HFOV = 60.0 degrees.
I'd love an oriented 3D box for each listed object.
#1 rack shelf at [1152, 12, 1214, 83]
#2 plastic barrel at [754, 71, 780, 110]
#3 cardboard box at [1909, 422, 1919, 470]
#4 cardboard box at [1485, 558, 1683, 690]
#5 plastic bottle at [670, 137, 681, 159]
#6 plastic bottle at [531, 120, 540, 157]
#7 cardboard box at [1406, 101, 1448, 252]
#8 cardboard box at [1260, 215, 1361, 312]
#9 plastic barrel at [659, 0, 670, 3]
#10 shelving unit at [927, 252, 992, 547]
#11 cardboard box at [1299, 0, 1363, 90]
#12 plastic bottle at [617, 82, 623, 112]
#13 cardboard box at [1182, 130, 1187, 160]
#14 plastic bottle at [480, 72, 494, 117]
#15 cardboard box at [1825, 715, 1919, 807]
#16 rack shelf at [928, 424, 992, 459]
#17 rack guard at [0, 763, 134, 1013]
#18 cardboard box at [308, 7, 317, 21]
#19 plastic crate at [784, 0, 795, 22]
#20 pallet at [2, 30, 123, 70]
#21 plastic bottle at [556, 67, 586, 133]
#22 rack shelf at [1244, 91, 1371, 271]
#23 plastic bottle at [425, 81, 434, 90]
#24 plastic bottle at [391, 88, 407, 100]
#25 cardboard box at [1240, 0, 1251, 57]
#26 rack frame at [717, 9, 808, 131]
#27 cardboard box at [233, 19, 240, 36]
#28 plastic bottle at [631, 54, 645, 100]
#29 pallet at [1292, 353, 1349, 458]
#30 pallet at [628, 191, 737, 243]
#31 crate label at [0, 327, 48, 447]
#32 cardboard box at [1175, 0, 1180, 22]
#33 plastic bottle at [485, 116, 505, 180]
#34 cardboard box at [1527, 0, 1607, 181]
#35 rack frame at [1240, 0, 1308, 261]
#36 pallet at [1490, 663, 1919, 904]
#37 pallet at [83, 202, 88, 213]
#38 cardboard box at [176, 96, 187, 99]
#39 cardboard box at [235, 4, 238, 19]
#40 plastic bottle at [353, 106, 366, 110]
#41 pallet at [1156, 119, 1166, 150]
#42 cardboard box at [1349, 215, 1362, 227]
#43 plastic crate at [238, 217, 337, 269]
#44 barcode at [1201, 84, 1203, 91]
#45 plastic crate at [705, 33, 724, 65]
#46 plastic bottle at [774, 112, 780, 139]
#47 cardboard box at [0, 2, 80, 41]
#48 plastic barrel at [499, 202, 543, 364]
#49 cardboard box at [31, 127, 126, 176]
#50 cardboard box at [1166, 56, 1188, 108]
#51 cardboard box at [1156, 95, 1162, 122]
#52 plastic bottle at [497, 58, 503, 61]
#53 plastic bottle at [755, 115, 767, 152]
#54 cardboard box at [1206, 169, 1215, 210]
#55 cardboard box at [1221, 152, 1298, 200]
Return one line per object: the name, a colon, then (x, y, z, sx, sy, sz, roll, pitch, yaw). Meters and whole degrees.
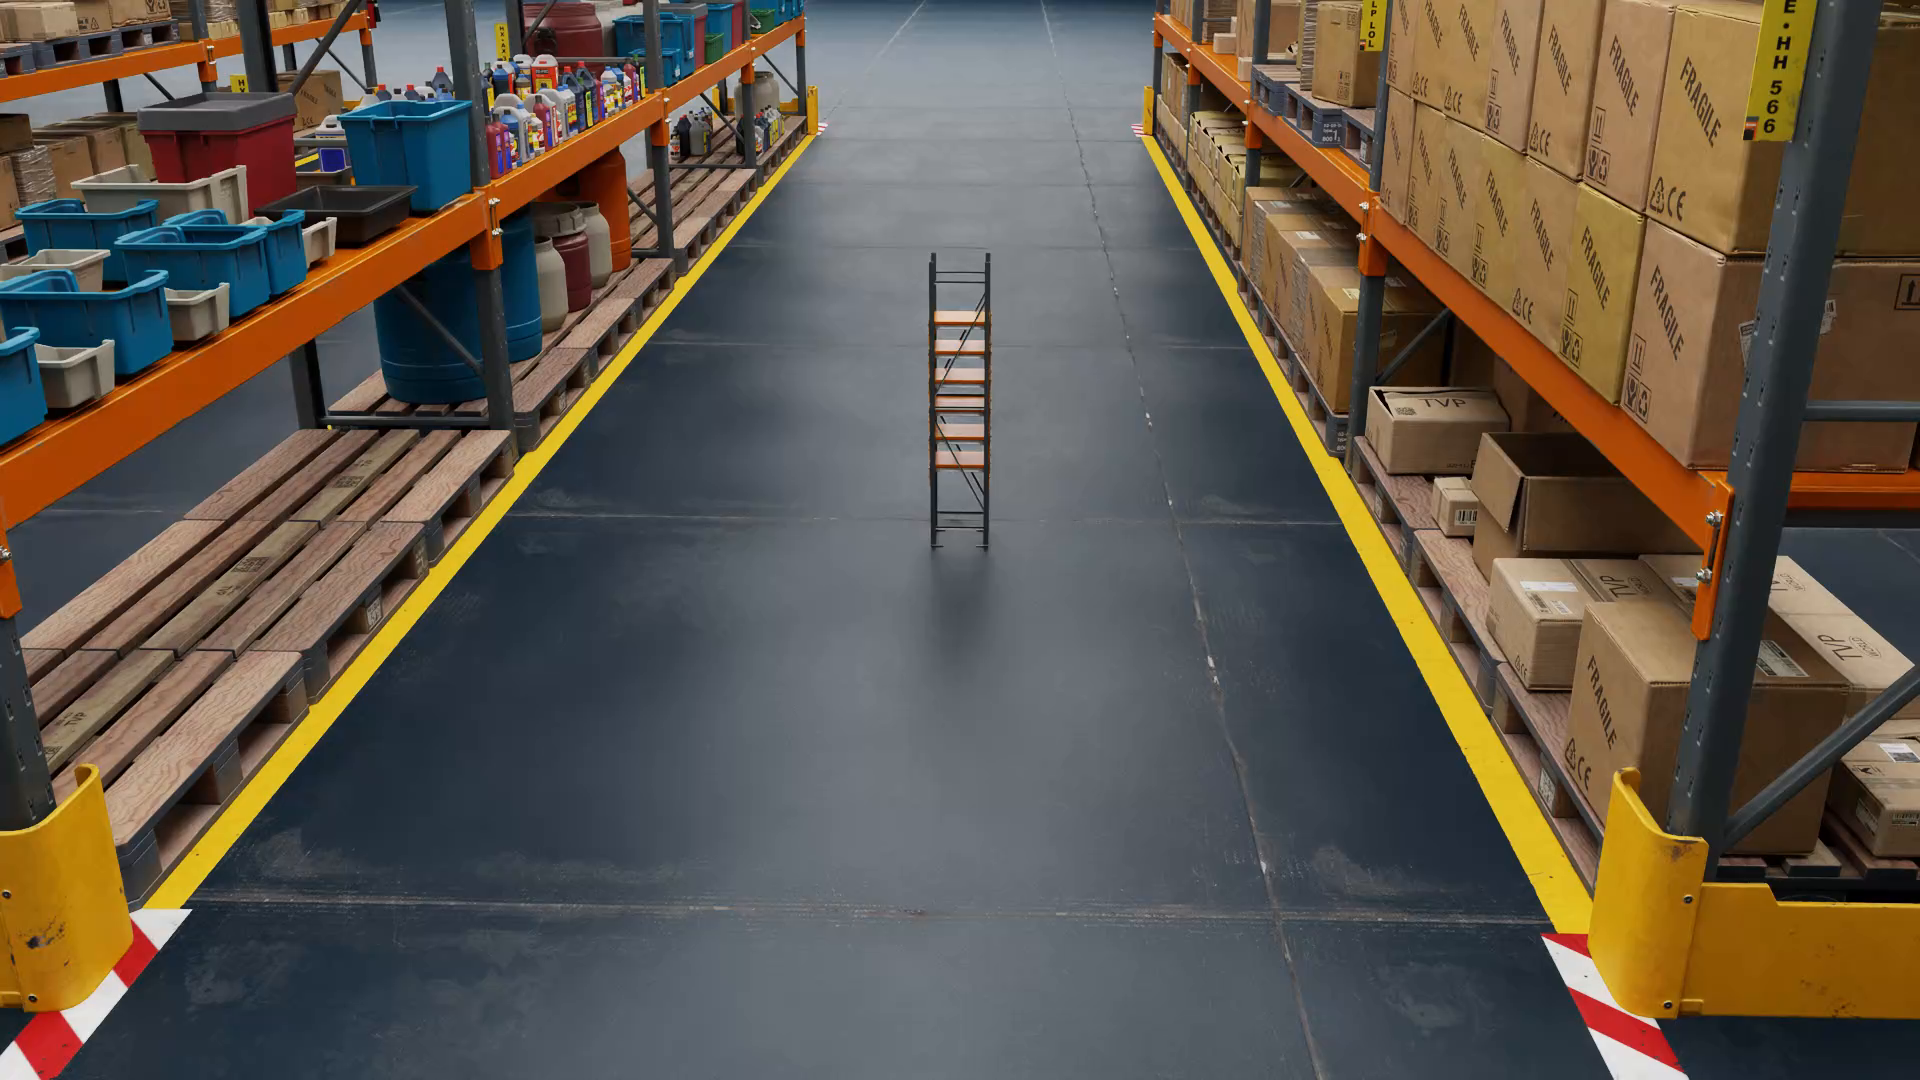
rack shelf: (2.627, -4.993, 16.745, 1.077, 0.370, 4.000, 1, 21, 2)
plastic barrel: (-2.207, -4.904, 18.381, 0.421, 0.512, 0.421, 0, 21, 0)
cardboard box: (2.478, -0.470, 3.957, 0.500, 0.500, 0.500, 1, 21, 3)
cardboard box: (2.030, 0.268, 5.384, 0.500, 0.250, 0.500, 1, 21, 2)
plastic bottle: (-2.685, -3.696, 15.668, 0.097, 0.201, 0.097, 0, 21, 0)
plastic bottle: (-2.188, -2.048, 8.435, 0.097, 0.201, 0.097, 0, 21, 0)
cardboard box: (2.023, -1.393, 6.334, 0.500, 0.500, 0.500, 1, 21, 3)
cardboard box: (2.115, -1.667, 10.025, 0.500, 0.500, 0.500, 0, 21, 1)
plastic barrel: (-2.633, -4.381, 13.985, 0.433, 0.535, 0.433, 0, 21, 0)
shelving unit: (0.000, -0.565, 6.825, 0.258, 1.200, 0.189, 1, 21, 2)
cardboard box: (2.319, -2.844, 9.492, 0.700, 0.500, 0.500, 5, 22, 12)
plastic bottle: (-2.130, -2.741, 10.220, 0.097, 0.201, 0.097, 0, 21, 0)
cardboard box: (2.362, -3.689, 15.611, 0.500, 0.250, 0.500, 1, 21, 2)
plastic bottle: (-2.737, -2.527, 9.462, 0.144, 0.351, 0.185, 1, 21, 2)
cardboard box: (2.565, 0.611, 4.615, 0.380, 0.166, 0.250, 1, 21, 2)
rack shelf: (0.000, -0.411, 6.885, 0.258, 0.103, 0.180, 1, 21, 2)
rack guard: (-2.737, 0.852, 4.142, 1.175, 0.500, 0.348, 1, 21, 2)
cardboard box: (-7.052, -5.578, 17.605, 0.380, 0.149, 0.250, 1, 21, 2)
plastic crate: (-2.005, -5.619, 17.569, 0.499, 0.251, 0.408, 1, 21, 2)
pallet: (-7.438, -3.896, 13.188, 1.003, 0.211, 1.213, 1, 21, 2)
plastic bottle: (-2.183, -2.455, 9.279, 0.144, 0.351, 0.185, 1, 21, 2)
rack shelf: (2.384, -2.100, 9.290, 1.077, 0.370, 4.000, 1, 21, 2)
plastic bottle: (-2.940, -2.391, 9.206, 0.061, 0.283, 0.133, 1, 21, 2)
plastic bottle: (-2.783, -2.080, 8.311, 0.144, 0.351, 0.185, 1, 21, 2)
cardboard box: (2.495, -4.003, 13.060, 0.500, 0.500, 0.500, 1, 21, 2)
rack frame: (-2.263, -6.107, 18.622, 1.000, 3.000, 0.127, 1, 21, 2)
cardboard box: (-7.028, -4.854, 15.739, 0.380, 0.149, 0.250, 1, 21, 2)
plastic bottle: (-2.092, -3.009, 10.799, 0.061, 0.283, 0.133, 1, 21, 2)
pallet: (2.310, -0.707, 8.559, 1.003, 0.211, 1.213, 1, 21, 2)
pallet: (-2.404, -2.634, 13.526, 1.003, 0.211, 1.213, 1, 21, 2)
crate label: (-2.413, -0.358, 3.953, 0.416, 0.233, 0.303, 1, 21, 2)
cardboard box: (2.650, -5.739, 17.536, 0.700, 0.500, 0.500, 1, 21, 3)
plastic bottle: (-2.190, -1.842, 7.791, 0.061, 0.283, 0.133, 1, 21, 2)
cardboard box: (1.966, -1.313, 4.746, 0.500, 0.500, 0.500, 1, 21, 3)
rack frame: (2.445, -3.159, 11.023, 1.000, 3.000, 0.127, 1, 21, 2)
pallet: (2.227, 0.718, 4.887, 1.003, 0.211, 1.213, 1, 21, 2)
pallet: (-7.392, -2.692, 13.674, 1.003, 0.211, 1.213, 1, 21, 2)
cardboard box: (-7.273, -4.097, 16.317, 0.500, 0.500, 0.500, 8, 22, 19)
cardboard box: (-7.209, -5.243, 15.846, 0.875, 0.500, 0.500, 1, 21, 2)
plastic bottle: (-2.928, -1.989, 8.179, 0.152, 0.276, 0.135, 1, 21, 2)
pallet: (2.707, -4.474, 18.269, 1.003, 0.211, 1.213, 1, 21, 2)
cardboard box: (2.635, -1.671, 10.036, 0.500, 0.500, 0.500, 0, 21, 0)
plastic crate: (-2.381, -1.041, 5.846, 0.293, 0.136, 0.466, 1, 21, 2)
barcode: (2.142, -4.005, 14.724, 0.001, 0.075, 0.075, 1, 21, 2)
plastic crate: (-2.156, -3.929, 13.302, 0.450, 0.188, 0.662, 1, 21, 2)
plastic bottle: (-1.920, -4.233, 16.948, 0.152, 0.276, 0.135, 0, 21, 0)
cardboard box: (-7.176, -3.999, 12.814, 0.500, 0.250, 0.500, 0, 21, 0)
plastic barrel: (-2.573, -1.438, 8.910, 0.600, 0.901, 0.708, 1, 21, 2)
cardboard box: (-7.425, -3.159, 13.871, 0.700, 0.500, 0.500, -1, 21, -3)
cardboard box: (2.434, -4.762, 17.338, 0.500, 0.500, 0.500, 1, 21, 2)
cardboard box: (2.449, -4.774, 18.406, 0.500, 0.250, 0.500, 1, 21, 2)
plastic bottle: (-2.898, -2.889, 10.489, 0.061, 0.283, 0.133, 1, 21, 2)
plastic bottle: (-1.945, -3.918, 16.035, 0.144, 0.351, 0.185, 1, 21, 3)
cardboard box: (2.260, -2.820, 13.370, 0.500, 0.250, 0.500, 1, 21, 3)
cardboard box: (2.224, -2.714, 12.323, 0.500, 0.311, 0.500, 0, 21, 1)
